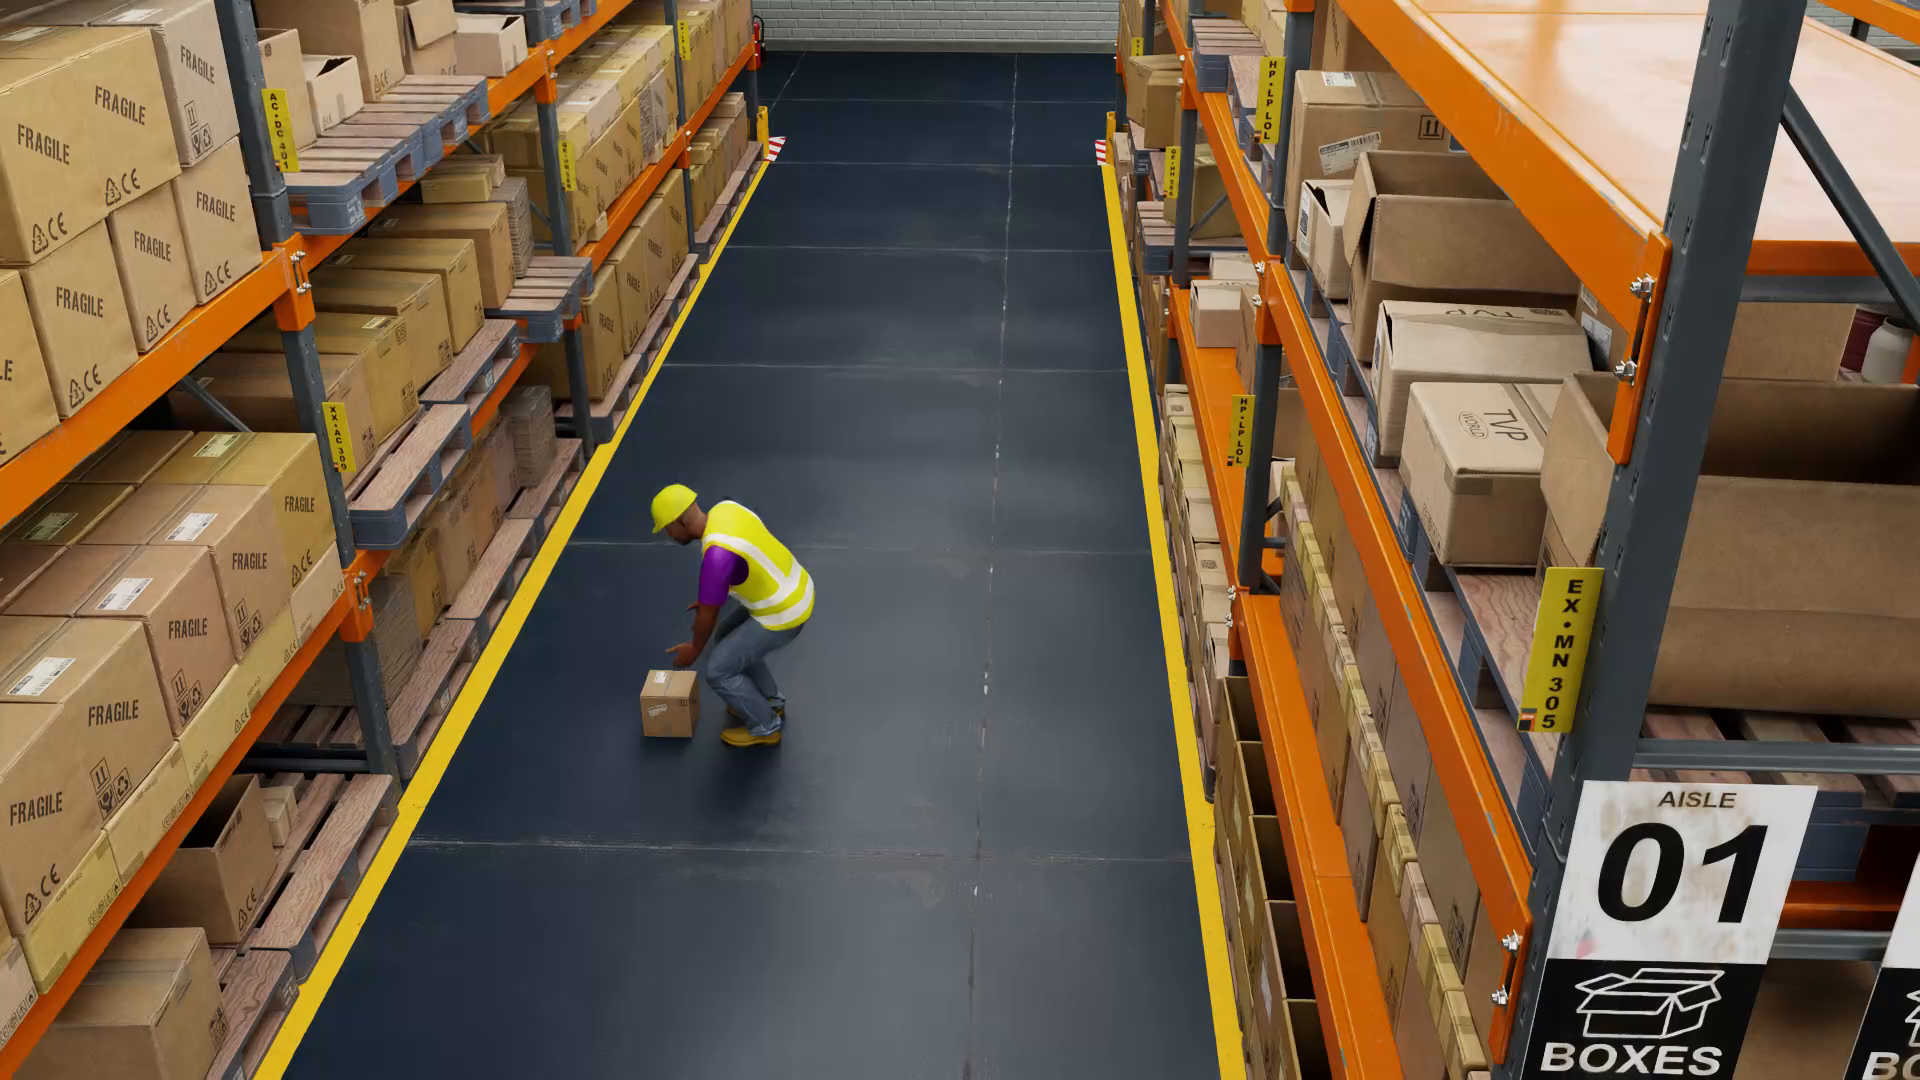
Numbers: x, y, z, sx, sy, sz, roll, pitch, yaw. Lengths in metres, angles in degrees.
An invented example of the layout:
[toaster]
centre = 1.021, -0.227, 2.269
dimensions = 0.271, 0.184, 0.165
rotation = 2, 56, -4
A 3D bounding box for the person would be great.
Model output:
[person]
centre = -1.112, 0.367, 8.290
dimensions = 0.763, 1.403, 0.631
rotation = 2, 28, 3
